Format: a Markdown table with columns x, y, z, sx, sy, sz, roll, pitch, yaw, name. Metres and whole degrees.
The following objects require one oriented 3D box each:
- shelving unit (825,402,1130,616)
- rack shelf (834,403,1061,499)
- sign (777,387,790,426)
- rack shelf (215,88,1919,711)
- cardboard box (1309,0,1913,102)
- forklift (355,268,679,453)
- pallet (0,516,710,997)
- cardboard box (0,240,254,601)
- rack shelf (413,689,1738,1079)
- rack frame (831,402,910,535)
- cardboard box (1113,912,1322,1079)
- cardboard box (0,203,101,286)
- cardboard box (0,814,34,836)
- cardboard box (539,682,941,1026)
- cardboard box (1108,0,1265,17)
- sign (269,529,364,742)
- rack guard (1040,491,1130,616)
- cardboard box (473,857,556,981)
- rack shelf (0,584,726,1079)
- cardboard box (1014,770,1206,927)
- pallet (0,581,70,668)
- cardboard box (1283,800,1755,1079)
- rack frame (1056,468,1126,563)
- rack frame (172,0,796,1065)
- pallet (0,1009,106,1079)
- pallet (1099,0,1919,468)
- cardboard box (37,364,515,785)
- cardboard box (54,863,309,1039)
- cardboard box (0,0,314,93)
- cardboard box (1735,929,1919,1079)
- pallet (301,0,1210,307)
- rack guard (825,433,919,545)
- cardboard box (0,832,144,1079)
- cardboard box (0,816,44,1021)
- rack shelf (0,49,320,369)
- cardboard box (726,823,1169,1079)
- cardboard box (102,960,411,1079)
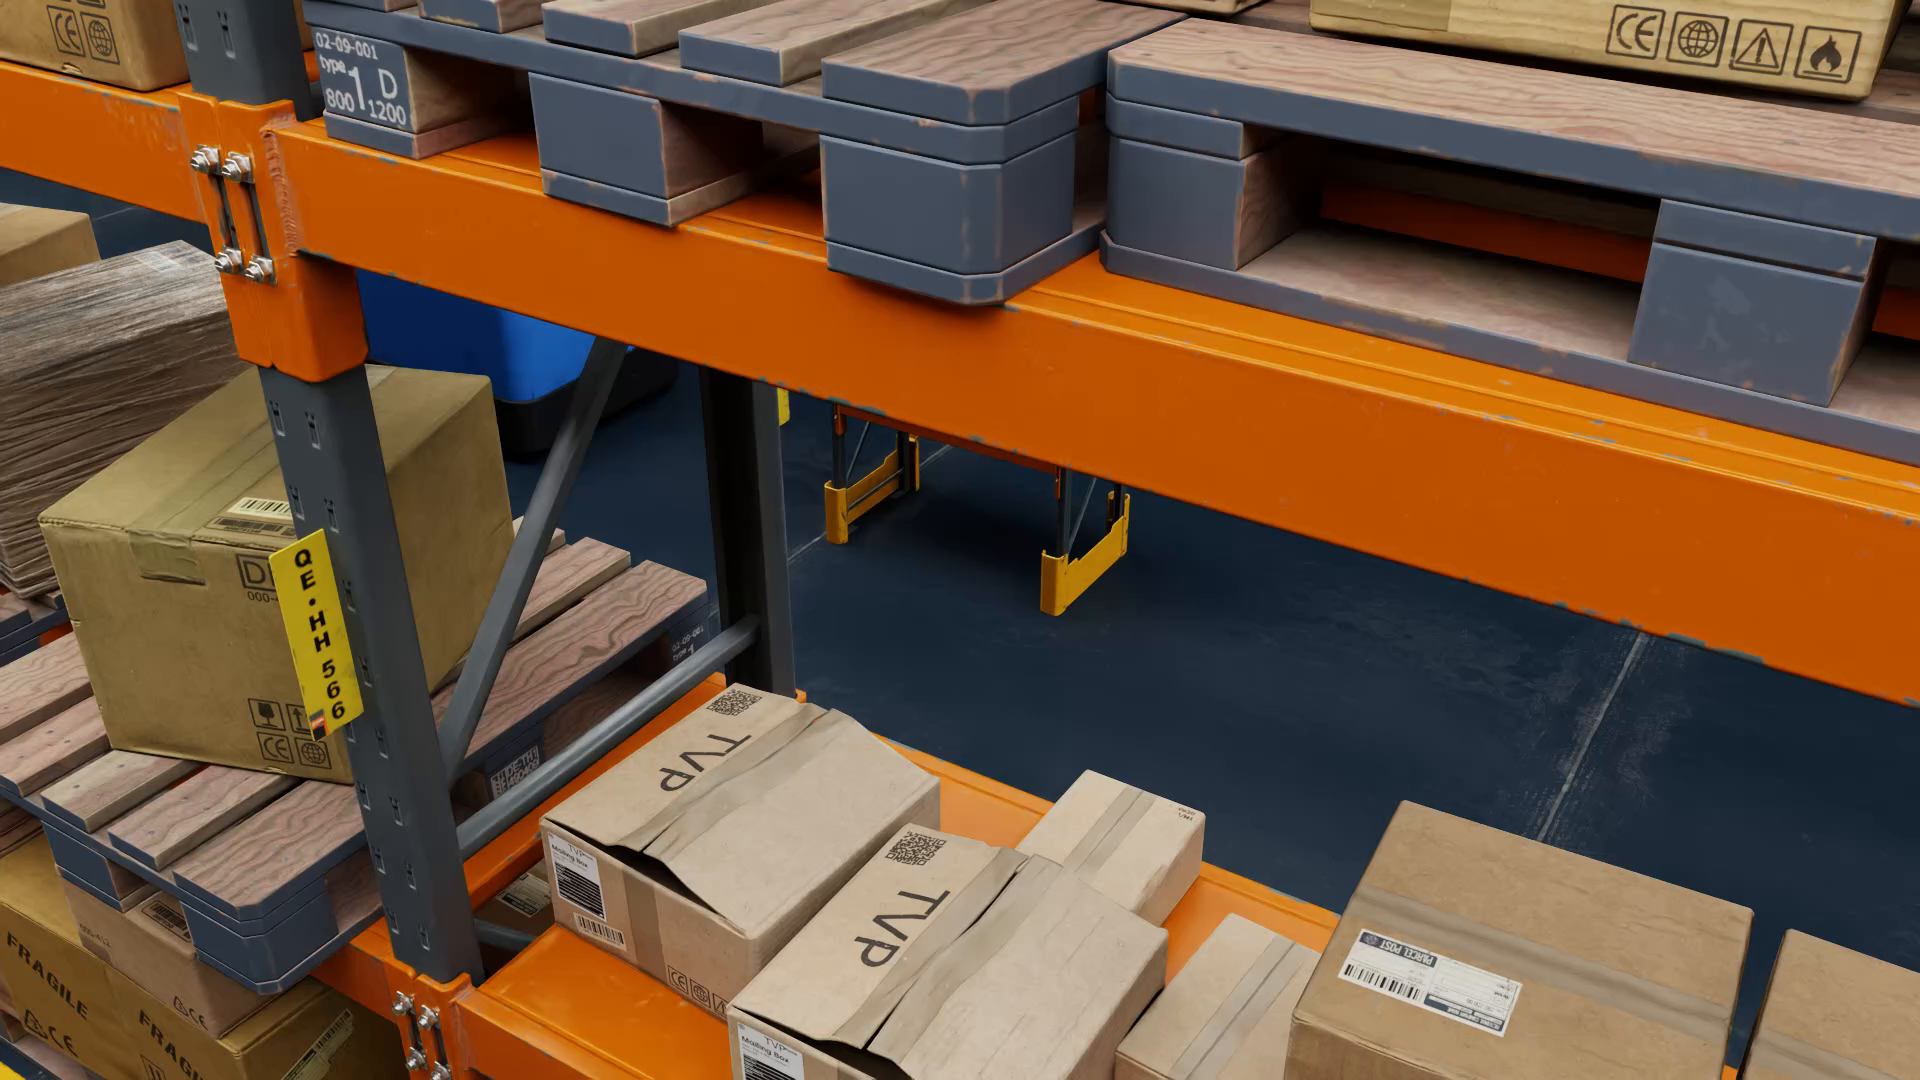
| x | y | z | sx | sy | sz | roll | pitch | yaw | name |
| --- | --- | --- | --- | --- | --- | --- | --- | --- | --- |
| 0.065 | -0.627 | 6.337 | 1.083 | 1.500 | 0.587 | 18 | 35 | 27 | shelving unit |
| 0.072 | -0.470 | 6.424 | 1.000 | 0.185 | 0.538 | 18 | 35 | 27 | rack shelf |
| -0.373 | -0.363 | 3.247 | 0.005 | 0.325 | 0.100 | 18 | 35 | 27 | sign |
| 1.029 | -0.074 | 1.638 | 4.000 | 0.370 | 1.077 | 18 | 35 | 27 | rack shelf |
| 0.681 | -0.649 | 1.641 | 0.500 | 0.250 | 0.500 | 17 | 34 | 26 | cardboard box |
| -2.866 | -2.193 | 7.600 | 3.031 | 2.935 | 1.130 | 18 | 35 | 27 | forklift |
| -1.276 | 0.306 | 3.439 | 1.003 | 0.211 | 1.213 | 18 | 35 | 27 | pallet |
| -1.931 | -0.297 | 3.766 | 0.500 | 0.500 | 0.700 | 25 | 39 | 36 | cardboard box |
| 1.029 | 1.221 | 2.394 | 4.000 | 0.370 | 1.077 | 18 | 35 | 27 | rack shelf |
| -0.358 | -0.761 | 6.566 | 0.032 | 1.500 | 0.500 | 18 | 35 | 27 | rack frame |
| 0.445 | 0.801 | 2.650 | 0.250 | 0.149 | 0.380 | 20 | 36 | 31 | cardboard box |
| -2.524 | -0.474 | 4.070 | 0.500 | 0.500 | 0.700 | 9 | 31 | 15 | cardboard box |
| -2.500 | 0.505 | 4.208 | 0.500 | 0.250 | 0.500 | 17 | 34 | 26 | cardboard box |
| -0.380 | 0.529 | 2.954 | 0.500 | 0.311 | 0.500 | 20 | 36 | 30 | cardboard box |
| 0.203 | -0.807 | 1.912 | 0.500 | 0.250 | 0.500 | 19 | 35 | 29 | cardboard box |
| -0.945 | 0.143 | 2.458 | 0.005 | 0.325 | 0.100 | 18 | 35 | 27 | sign |
| 0.486 | 0.046 | 6.423 | 0.087 | 0.250 | 0.587 | 18 | 35 | 27 | rack guard |
| -0.898 | 1.021 | 4.068 | 0.500 | 0.500 | 0.500 | 19 | 35 | 29 | cardboard box |
| -2.359 | 0.150 | 4.230 | 4.000 | 0.370 | 1.077 | 18 | 35 | 27 | rack shelf |
| 0.244 | 0.606 | 2.983 | 0.250 | 0.149 | 0.380 | 18 | 35 | 27 | cardboard box |
| -2.314 | -0.061 | 4.069 | 1.213 | 0.211 | 1.003 | 18 | 35 | 27 | pallet |
| 0.765 | 0.774 | 2.347 | 0.500 | 0.500 | 0.500 | 16 | 34 | 25 | cardboard box |
| 0.503 | -0.489 | 6.099 | 0.032 | 1.500 | 0.500 | 18 | 35 | 27 | rack frame |
| -0.667 | 0.376 | 3.128 | 0.053 | 2.616 | 0.949 | 18 | 35 | 27 | rack frame |
| -2.306 | 1.036 | 4.765 | 1.213 | 0.211 | 1.003 | 18 | 35 | 27 | pallet |
| 0.906 | -0.397 | 1.665 | 1.213 | 0.211 | 1.003 | 19 | 35 | 30 | pallet |
| -1.258 | 0.030 | 3.207 | 0.500 | 0.500 | 0.700 | 6 | 31 | 11 | cardboard box |
| -1.632 | 0.777 | 3.741 | 0.500 | 0.250 | 0.500 | 19 | 35 | 29 | cardboard box |
| -1.052 | -1.067 | 2.525 | 0.500 | 0.500 | 0.910 | 18 | 35 | 27 | cardboard box |
| 1.211 | 0.915 | 2.105 | 0.500 | 0.500 | 0.500 | 18 | 35 | 27 | cardboard box |
| -0.043 | -0.696 | 2.176 | 1.003 | 0.211 | 1.213 | 19 | 35 | 30 | pallet |
| -0.357 | -0.221 | 6.881 | 0.087 | 0.250 | 0.587 | 18 | 35 | 27 | rack guard |
| -2.020 | 0.975 | 4.145 | 0.500 | 0.500 | 0.500 | 16 | 34 | 26 | cardboard box |
| -2.468 | 0.837 | 4.382 | 0.500 | 0.500 | 0.500 | 16 | 34 | 26 | cardboard box |
| -2.359 | -1.146 | 3.475 | 4.000 | 0.370 | 1.077 | 18 | 35 | 27 | rack shelf |
| -0.010 | 0.736 | 2.601 | 0.500 | 0.311 | 0.500 | 17 | 34 | 27 | cardboard box |
| -1.582 | 1.114 | 3.908 | 0.500 | 0.500 | 0.500 | 19 | 35 | 29 | cardboard box |
